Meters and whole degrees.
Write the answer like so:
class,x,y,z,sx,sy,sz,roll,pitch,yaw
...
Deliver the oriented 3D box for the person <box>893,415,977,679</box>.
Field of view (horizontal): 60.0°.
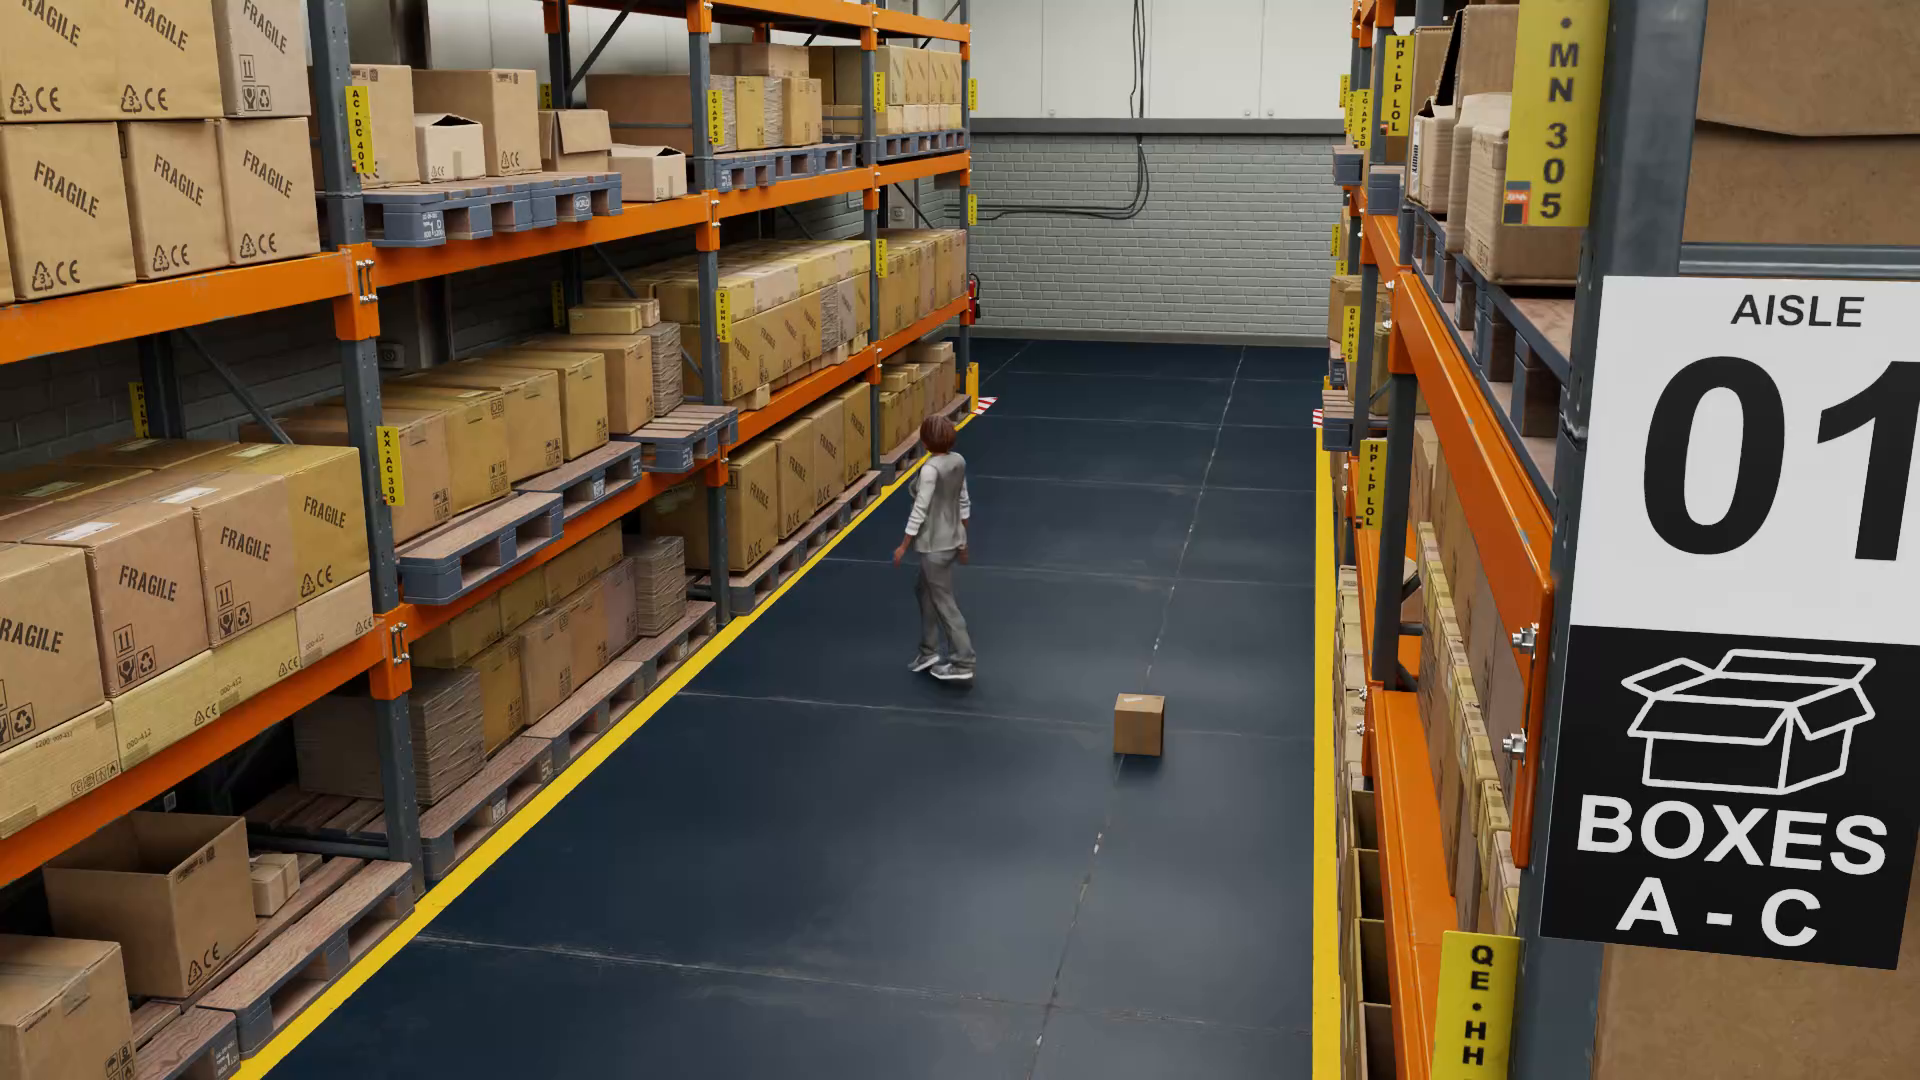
class,x,y,z,sx,sy,sz,roll,pitch,yaw
person,-0.140,0.071,9.790,0.530,1.647,0.425,7,17,26
